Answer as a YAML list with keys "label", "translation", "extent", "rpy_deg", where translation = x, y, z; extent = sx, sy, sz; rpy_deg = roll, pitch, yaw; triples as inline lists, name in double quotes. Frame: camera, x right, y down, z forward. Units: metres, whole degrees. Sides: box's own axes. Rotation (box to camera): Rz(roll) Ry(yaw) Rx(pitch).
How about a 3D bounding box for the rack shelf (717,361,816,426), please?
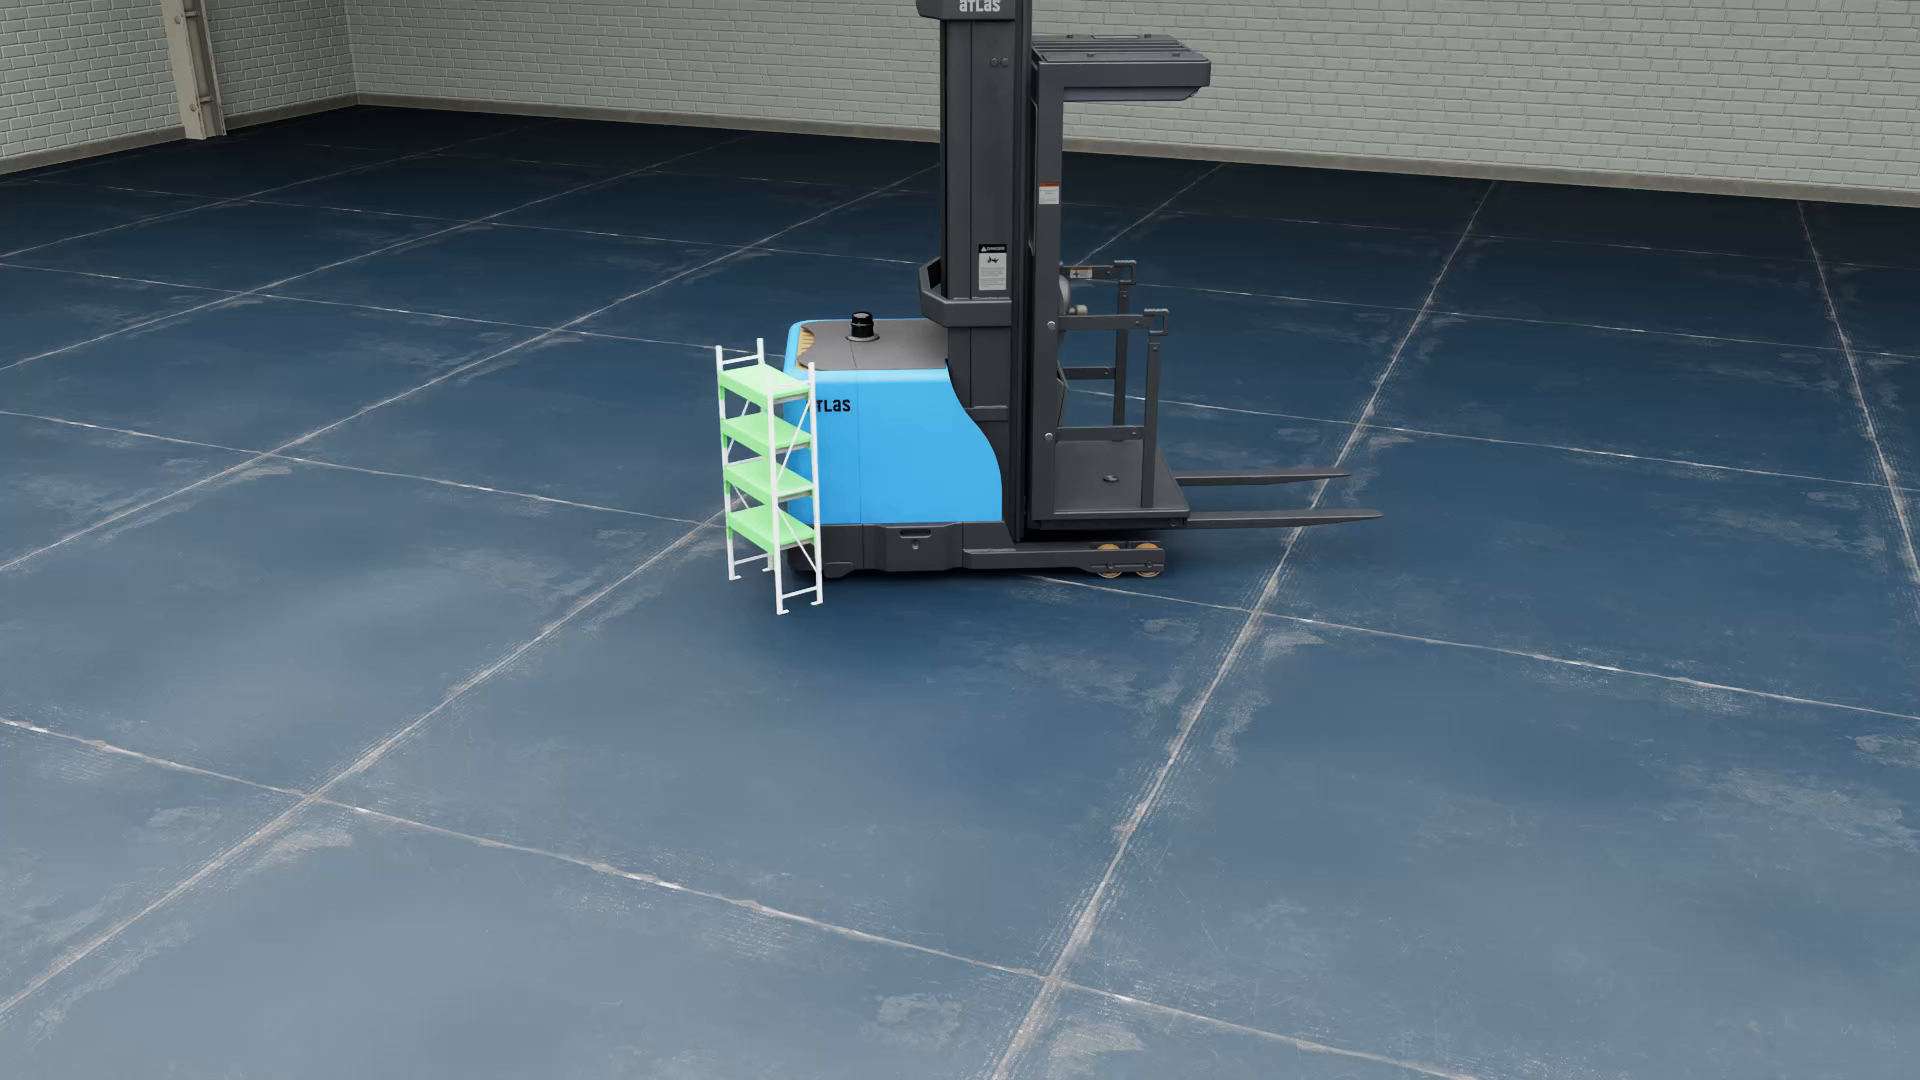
- label: "rack shelf"
  translation: [-0.906, -0.688, 7.760]
  extent: [0.258, 0.148, 0.480]
  rpy_deg: [-15, 27, -32]

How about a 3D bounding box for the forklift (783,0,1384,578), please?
- label: "forklift"
  translation: [0.629, -1.366, 8.217]
  extent: [3.031, 2.935, 1.130]
  rpy_deg: [-1, 23, -3]

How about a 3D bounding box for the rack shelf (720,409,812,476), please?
- label: "rack shelf"
  translation: [-0.906, -0.466, 7.853]
  extent: [0.258, 0.148, 0.480]
  rpy_deg: [-15, 27, -32]

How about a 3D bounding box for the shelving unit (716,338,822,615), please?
- label: "shelving unit"
  translation: [-0.906, -0.304, 7.921]
  extent: [0.258, 1.200, 0.503]
  rpy_deg: [-15, 27, -32]

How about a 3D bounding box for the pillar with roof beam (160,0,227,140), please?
- label: "pillar with roof beam"
  translation: [-5.477, -8.606, 17.678]
  extent: [9.100, 9.000, 0.400]
  rpy_deg: [9, 24, 20]

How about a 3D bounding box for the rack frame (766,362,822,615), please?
- label: "rack frame"
  translation: [-0.767, -0.227, 7.736]
  extent: [0.240, 1.200, 0.015]
  rpy_deg: [-15, 27, -32]

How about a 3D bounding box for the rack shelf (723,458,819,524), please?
- label: "rack shelf"
  translation: [-0.906, -0.245, 7.945]
  extent: [0.258, 0.148, 0.480]
  rpy_deg: [-15, 27, -32]

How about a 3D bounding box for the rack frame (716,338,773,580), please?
- label: "rack frame"
  translation: [-1.045, -0.381, 8.106]
  extent: [0.240, 1.200, 0.015]
  rpy_deg: [-15, 27, -32]

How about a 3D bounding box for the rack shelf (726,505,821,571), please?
- label: "rack shelf"
  translation: [-0.906, -0.023, 8.038]
  extent: [0.258, 0.148, 0.480]
  rpy_deg: [-15, 27, -32]
